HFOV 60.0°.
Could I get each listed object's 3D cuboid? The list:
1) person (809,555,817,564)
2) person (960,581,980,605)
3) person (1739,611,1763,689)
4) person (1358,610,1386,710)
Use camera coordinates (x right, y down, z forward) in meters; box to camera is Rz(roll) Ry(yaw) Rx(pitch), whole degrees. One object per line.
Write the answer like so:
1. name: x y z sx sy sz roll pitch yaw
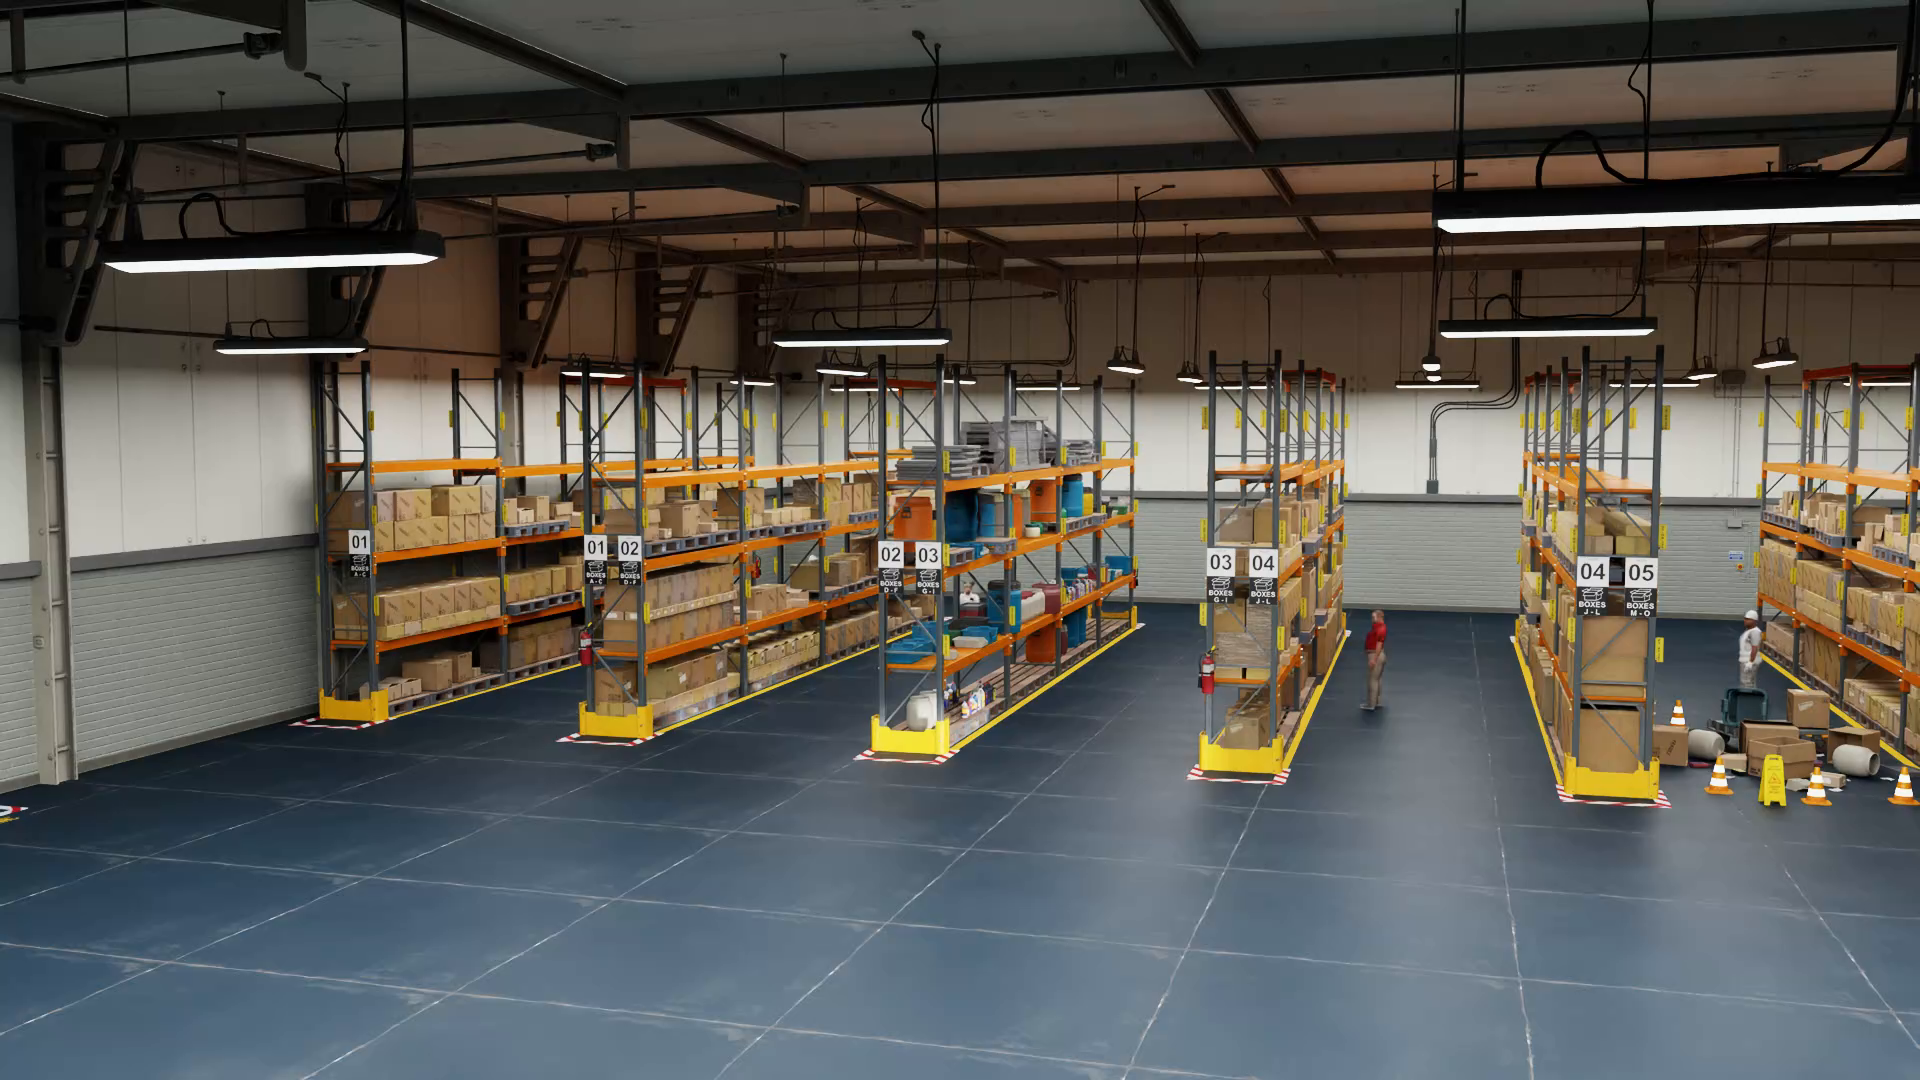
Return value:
1. person: -3.449 1.262 39.831 0.508 1.809 0.568 2 5 29
2. person: 0.153 1.683 35.066 0.603 1.675 0.948 1 4 18
3. person: 13.431 2.096 28.309 0.446 1.787 0.620 3 5 37
4. person: 7.178 2.080 28.919 0.443 1.731 0.599 1 4 19
